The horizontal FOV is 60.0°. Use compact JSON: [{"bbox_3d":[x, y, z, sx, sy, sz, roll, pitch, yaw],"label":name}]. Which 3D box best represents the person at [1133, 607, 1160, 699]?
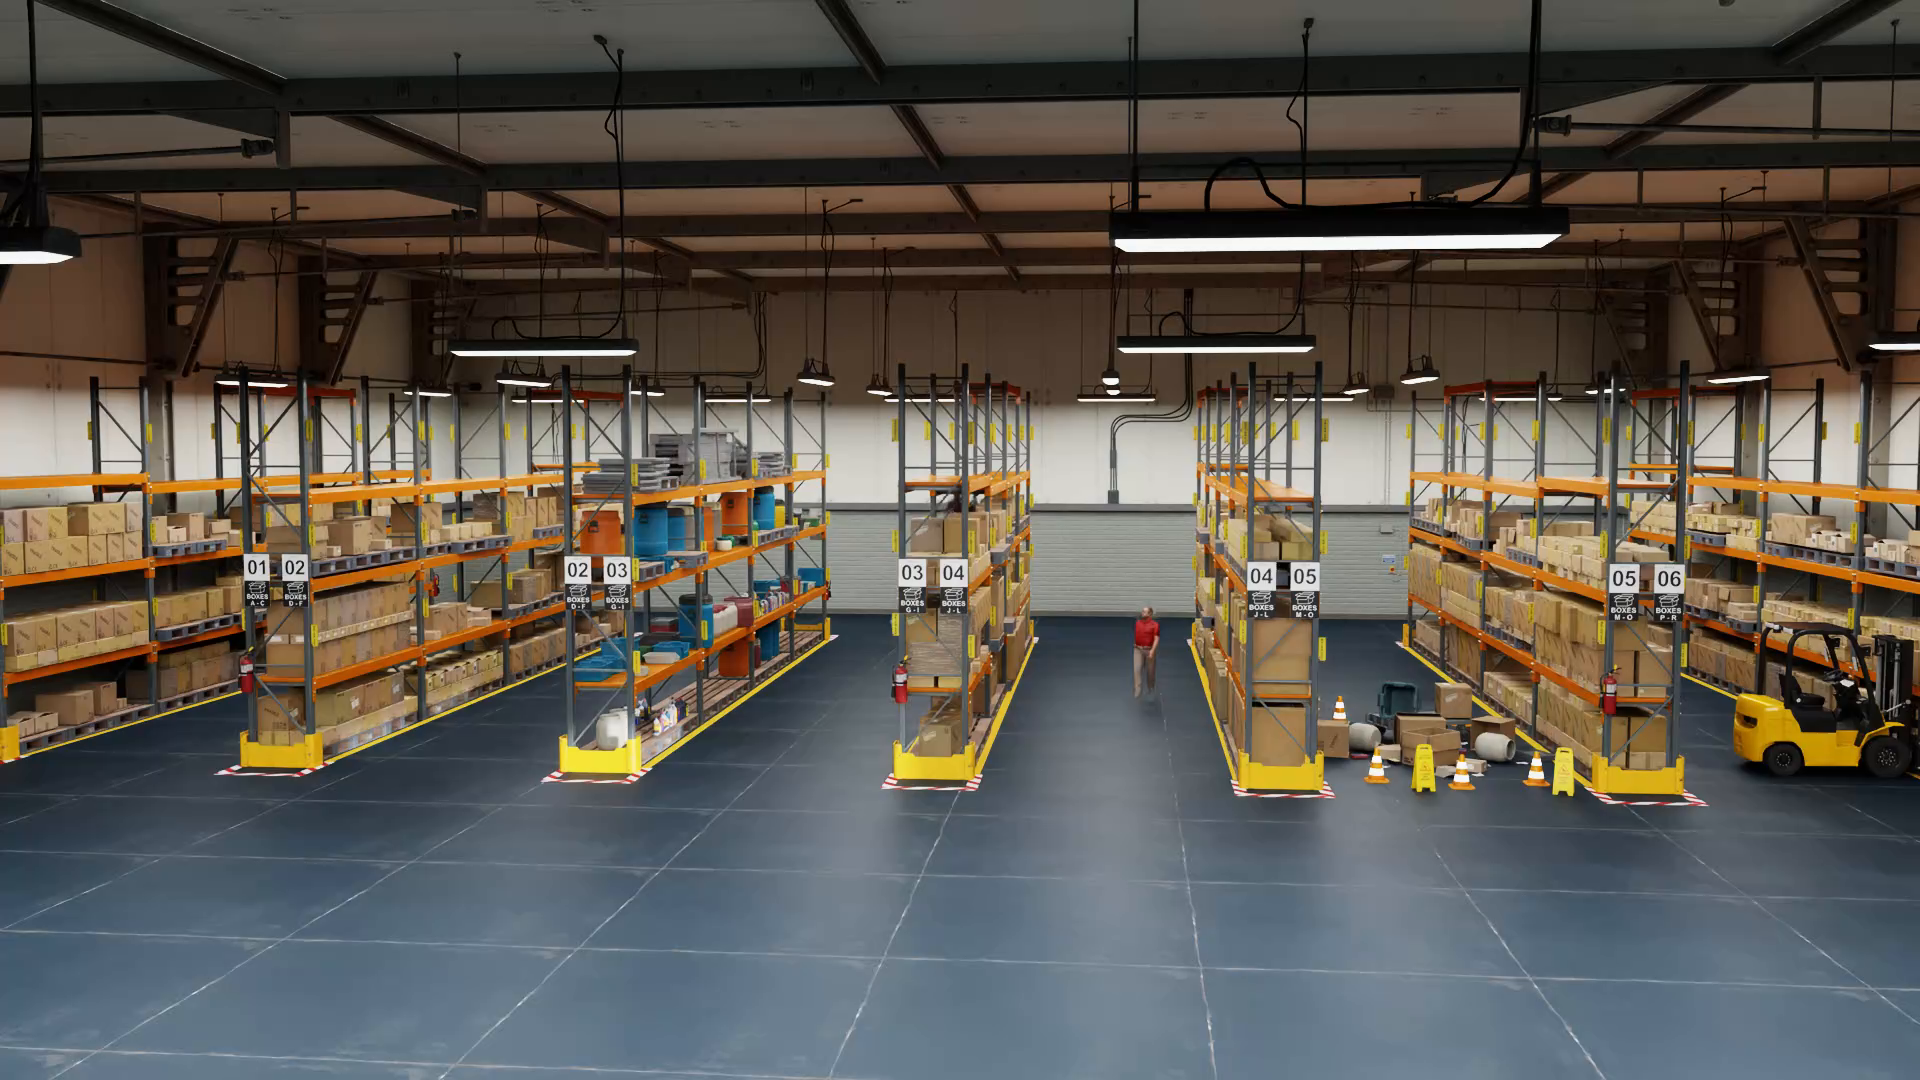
[{"bbox_3d":[3.415,2.056,30.467,0.490,1.666,1.046,1,4,11],"label":"person"}]
